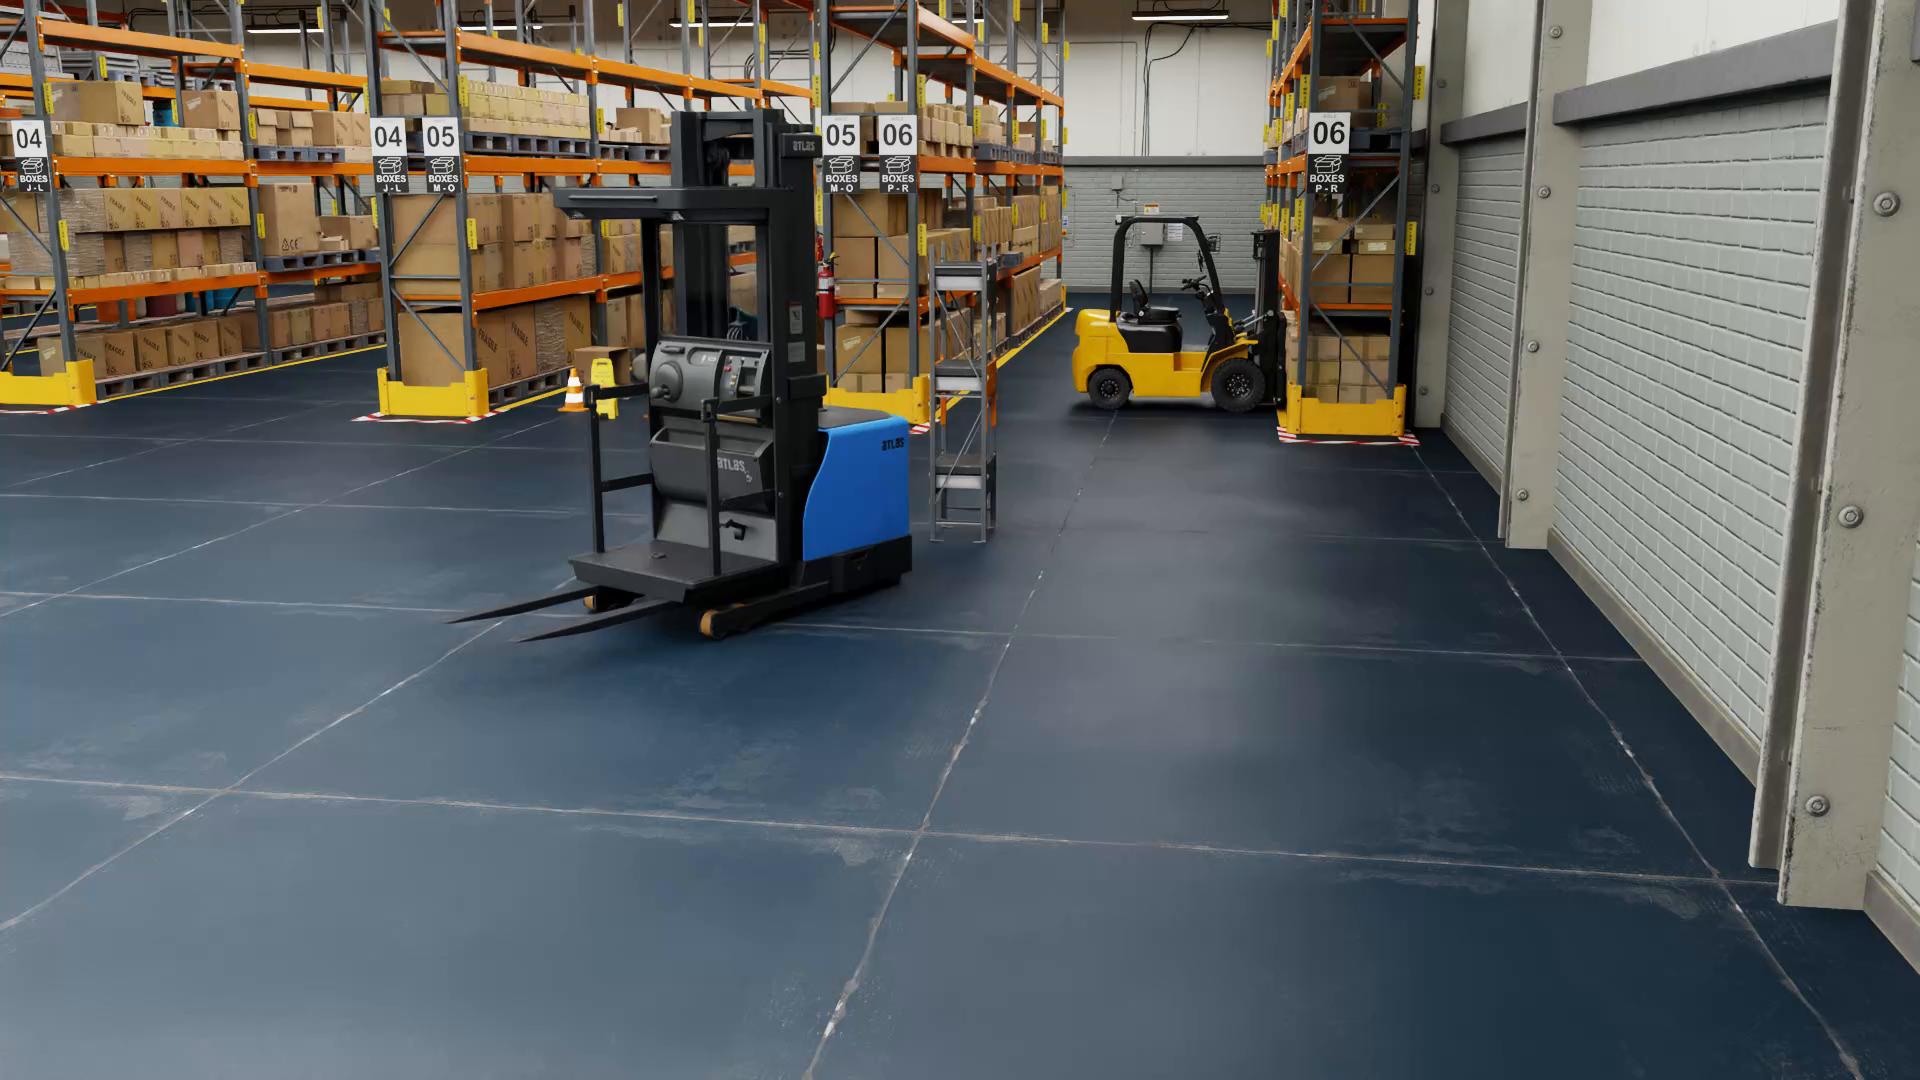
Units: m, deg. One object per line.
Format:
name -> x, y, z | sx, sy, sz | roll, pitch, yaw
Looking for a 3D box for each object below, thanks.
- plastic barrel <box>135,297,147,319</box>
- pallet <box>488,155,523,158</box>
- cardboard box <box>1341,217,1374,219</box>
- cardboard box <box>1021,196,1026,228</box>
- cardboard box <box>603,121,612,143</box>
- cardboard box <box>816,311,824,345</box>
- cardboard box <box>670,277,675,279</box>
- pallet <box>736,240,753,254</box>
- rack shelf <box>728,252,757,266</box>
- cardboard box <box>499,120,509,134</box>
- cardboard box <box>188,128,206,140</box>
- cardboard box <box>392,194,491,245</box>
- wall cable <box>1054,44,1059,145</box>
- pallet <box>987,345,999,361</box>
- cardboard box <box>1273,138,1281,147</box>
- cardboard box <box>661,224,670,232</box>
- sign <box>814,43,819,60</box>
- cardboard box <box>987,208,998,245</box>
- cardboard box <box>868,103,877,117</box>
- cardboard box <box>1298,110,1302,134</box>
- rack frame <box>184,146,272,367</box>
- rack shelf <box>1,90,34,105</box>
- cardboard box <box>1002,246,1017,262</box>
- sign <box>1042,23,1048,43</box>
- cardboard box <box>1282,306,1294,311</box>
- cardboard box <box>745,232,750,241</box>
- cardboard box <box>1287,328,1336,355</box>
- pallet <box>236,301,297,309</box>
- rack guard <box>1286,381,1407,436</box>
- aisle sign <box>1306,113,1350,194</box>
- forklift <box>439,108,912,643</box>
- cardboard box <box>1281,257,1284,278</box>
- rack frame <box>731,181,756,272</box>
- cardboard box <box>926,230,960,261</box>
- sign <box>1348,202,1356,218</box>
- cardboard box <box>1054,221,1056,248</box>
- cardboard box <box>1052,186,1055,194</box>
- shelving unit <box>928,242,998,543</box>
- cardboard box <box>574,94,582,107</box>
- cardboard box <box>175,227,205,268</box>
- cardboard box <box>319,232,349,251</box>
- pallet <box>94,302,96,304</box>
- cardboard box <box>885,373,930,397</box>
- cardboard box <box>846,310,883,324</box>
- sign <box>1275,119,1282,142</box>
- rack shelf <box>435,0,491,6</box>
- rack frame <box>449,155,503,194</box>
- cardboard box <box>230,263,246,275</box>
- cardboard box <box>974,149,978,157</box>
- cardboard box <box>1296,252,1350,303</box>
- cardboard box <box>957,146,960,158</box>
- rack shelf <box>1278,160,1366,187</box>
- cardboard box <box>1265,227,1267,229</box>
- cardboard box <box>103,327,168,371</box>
plastic barrel -> -14.338, -4.100, 28.805 | 0.421, 0.512, 0.421 | 0, 12, 0
pallet -> -8.750, -7.153, 31.154 | 1.003, 0.211, 1.213 | 2, 12, 9
cardboard box -> 4.830, -3.849, 20.248 | 0.380, 0.149, 0.250 | 2, 12, 9
cardboard box -> 0.770, -5.249, 26.620 | 0.500, 0.500, 0.500 | 2, 12, 10
cardboard box -> -5.179, -5.762, 23.466 | 0.500, 0.311, 0.500 | 1, 12, 7
cardboard box -> -2.088, -2.773, 21.877 | 0.500, 0.500, 0.500 | 2, 12, 9
cardboard box -> -4.609, -4.257, 27.783 | 0.500, 0.250, 0.500 | 2, 12, 10
pallet -> -4.262, -5.130, 29.132 | 1.003, 0.211, 1.213 | 2, 12, 9
rack shelf -> -4.308, -4.610, 27.973 | 1.077, 0.370, 4.000 | 2, 12, 9
cardboard box -> -5.361, -4.697, 18.909 | 0.380, 0.149, 0.250 | 2, 12, 9
cardboard box -> -9.982, -5.239, 21.475 | 0.380, 0.149, 0.250 | 1, 12, 7
cardboard box -> -5.751, -3.557, 18.461 | 0.875, 0.550, 0.550 | 2, 12, 9
wall cable -> 2.118, -10.197, 37.950 | 0.463, 3.000, 0.029 | 2, 12, 9
pallet -> -0.021, -2.627, 23.682 | 1.003, 0.211, 1.213 | 2, 12, 9
cardboard box -> 5.161, -6.306, 26.378 | 0.380, 0.149, 0.250 | 2, 12, 10
cardboard box -> -4.771, -4.885, 24.928 | 0.700, 0.500, 0.500 | 2, 12, 8
sign -> -2.840, -9.655, 32.842 | 0.100, 0.325, 0.005 | 2, 12, 9
cardboard box -> 0.266, -4.375, 23.235 | 0.500, 0.500, 0.500 | 1, 12, 6
cardboard box -> -1.101, -4.606, 17.832 | 0.380, 0.149, 0.250 | 2, 12, 10
cardboard box -> 4.053, -4.769, 18.967 | 0.396, 0.266, 0.258 | 2, 12, 7
rack frame -> -10.116, -3.895, 22.945 | 1.000, 3.000, 0.127 | 2, 12, 9
rack shelf -> -18.366, -8.877, 33.541 | 1.077, 0.370, 4.000 | 2, 12, 9
cardboard box -> 0.615, -4.426, 25.769 | 0.500, 0.250, 0.500 | 2, 12, 8
sign -> 1.444, -8.652, 28.373 | 0.100, 0.325, 0.005 | 2, 12, 9
cardboard box -> 4.891, -2.885, 22.898 | 0.875, 0.625, 0.625 | 1, 12, 6
cardboard box -> -3.905, -5.317, 29.146 | 0.380, 0.149, 0.250 | 2, 12, 9
cardboard box -> 3.801, -2.143, 17.974 | 0.500, 0.250, 0.500 | 2, 12, 10
pallet -> -13.705, -4.512, 32.426 | 1.003, 0.211, 1.213 | 2, 12, 9
rack guard -> 3.962, -1.354, 17.088 | 1.175, 0.500, 0.348 | 2, 12, 9
aisle sign -> 3.665, -3.847, 16.555 | 0.394, 0.787, 0.004 | 2, 12, 9
forklift -> -1.608, -0.990, 9.629 | 1.130, 2.935, 3.031 | 9, 15, 37
cardboard box -> 4.472, -3.558, 21.740 | 0.500, 0.250, 0.500 | 2, 12, 8
rack frame -> -4.001, -5.378, 29.829 | 1.000, 3.000, 0.127 | 2, 12, 9
cardboard box -> -0.295, -3.452, 19.946 | 0.500, 0.500, 0.500 | 2, 12, 10
sign -> 5.745, -4.795, 24.373 | 0.100, 0.325, 0.005 | 2, 12, 9
cardboard box -> 1.547, -5.800, 31.549 | 0.500, 0.500, 0.500 | 2, 12, 10
cardboard box -> 1.613, -6.684, 31.737 | 0.380, 0.149, 0.250 | 2, 12, 10
shelving unit -> 0.025, -1.061, 11.932 | 0.431, 2.100, 0.503 | 2, 12, 9
cardboard box -> -5.011, -5.561, 21.027 | 0.380, 0.149, 0.250 | 2, 12, 8
cardboard box -> -10.336, -3.787, 21.501 | 0.875, 0.500, 0.500 | 2, 12, 9
cardboard box -> -9.491, -4.511, 25.127 | 0.396, 0.266, 0.258 | 2, 12, 7
pallet -> -18.192, -5.169, 35.479 | 1.003, 0.211, 1.213 | 2, 12, 9
cardboard box -> -0.542, -1.761, 18.574 | 0.500, 0.250, 0.500 | 2, 12, 8
cardboard box -> -1.084, -2.539, 18.867 | 0.380, 0.149, 0.250 | 2, 12, 10
sign -> 4.660, -5.983, 24.289 | 0.100, 0.325, 0.005 | 2, 12, 9
rack shelf -> -9.194, -9.349, 27.834 | 1.077, 0.370, 4.000 | 2, 12, 9
rack frame -> -8.886, -5.560, 30.672 | 1.000, 3.000, 0.127 | 2, 12, 9
cardboard box -> -9.907, -3.666, 22.479 | 0.380, 0.149, 0.250 | 2, 12, 9
cardboard box -> 0.085, -5.604, 23.514 | 0.797, 0.503, 0.637 | 2, 12, 9
cardboard box -> 3.782, -2.741, 17.353 | 0.500, 0.500, 0.500 | 2, 12, 7
cardboard box -> -0.213, -4.738, 20.333 | 0.380, 0.149, 0.250 | 2, 12, 9
rack shelf -> 4.889, -4.944, 22.404 | 1.077, 0.370, 4.000 | 2, 12, 9
cardboard box -> 5.938, -5.687, 30.913 | 0.500, 0.250, 0.500 | 2, 12, 8
cardboard box -> -10.446, -2.430, 21.085 | 0.500, 0.500, 0.500 | 3, 13, 14
